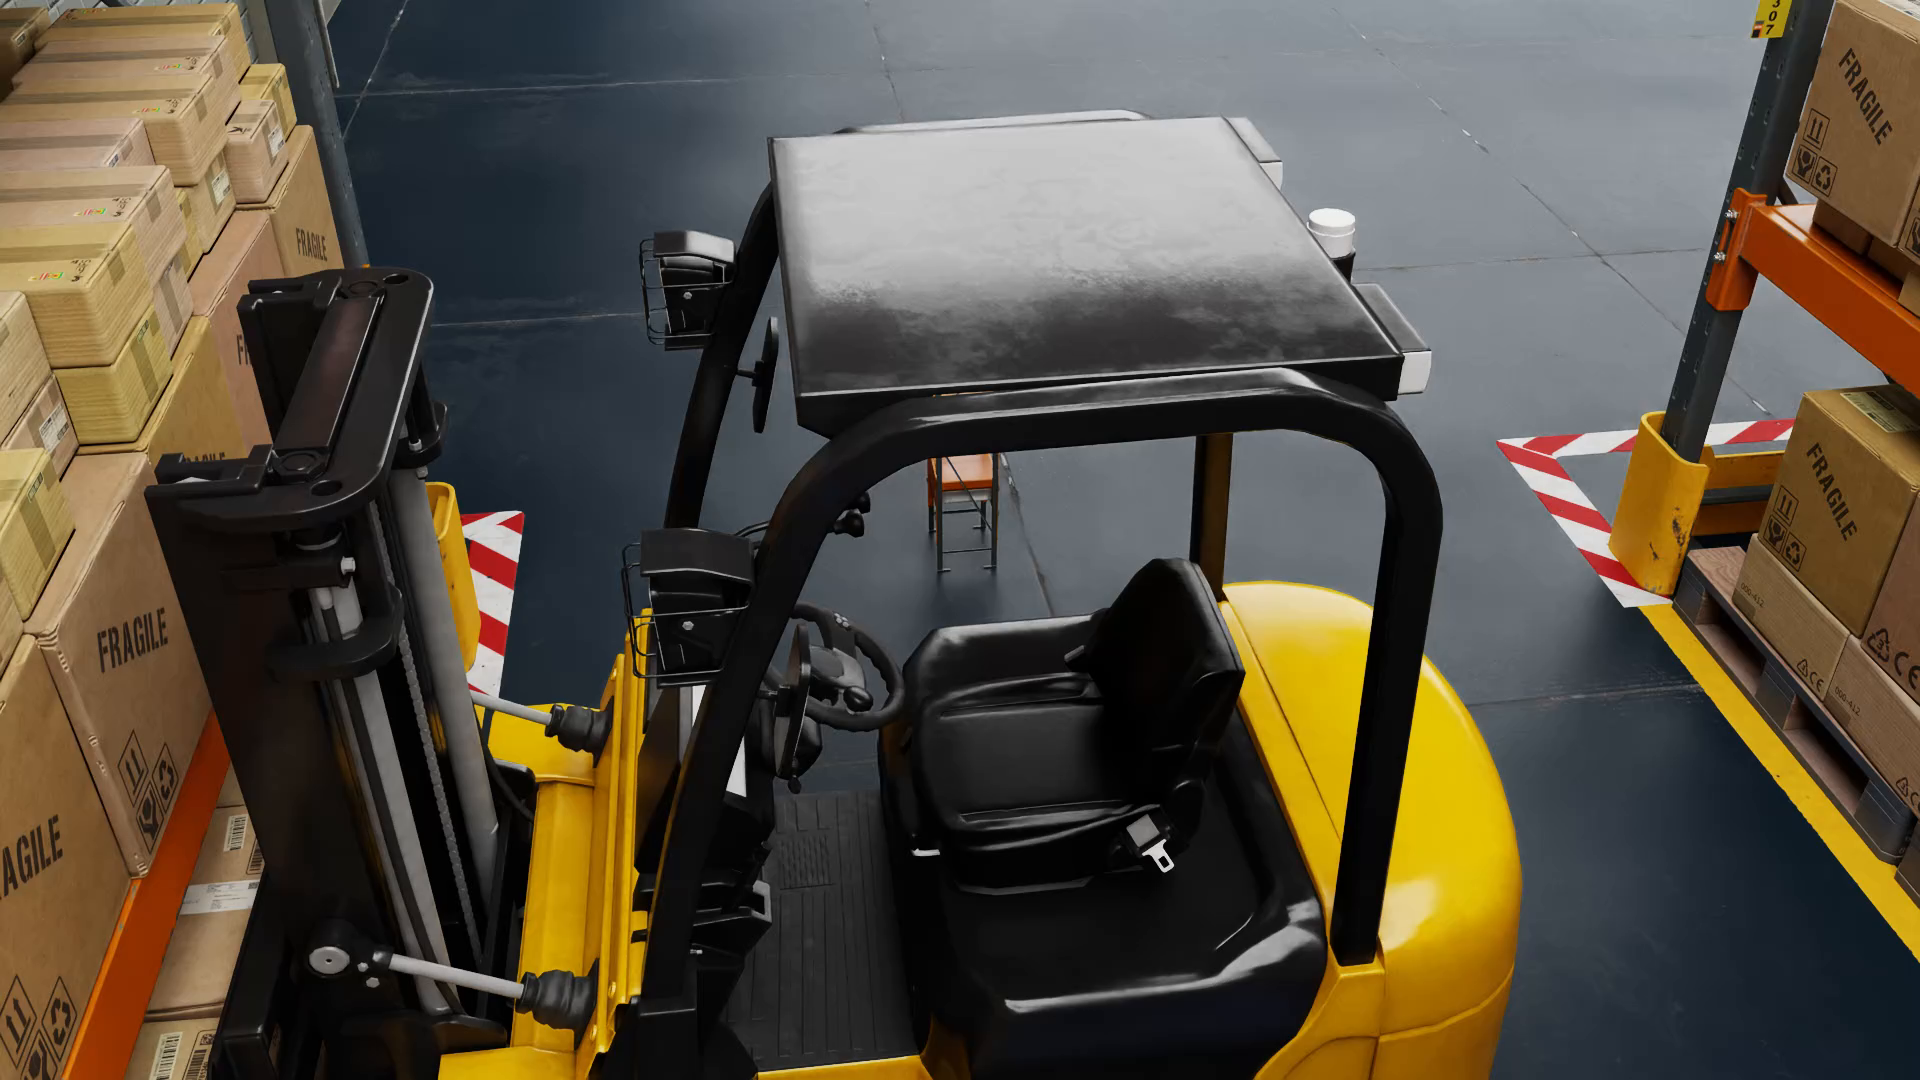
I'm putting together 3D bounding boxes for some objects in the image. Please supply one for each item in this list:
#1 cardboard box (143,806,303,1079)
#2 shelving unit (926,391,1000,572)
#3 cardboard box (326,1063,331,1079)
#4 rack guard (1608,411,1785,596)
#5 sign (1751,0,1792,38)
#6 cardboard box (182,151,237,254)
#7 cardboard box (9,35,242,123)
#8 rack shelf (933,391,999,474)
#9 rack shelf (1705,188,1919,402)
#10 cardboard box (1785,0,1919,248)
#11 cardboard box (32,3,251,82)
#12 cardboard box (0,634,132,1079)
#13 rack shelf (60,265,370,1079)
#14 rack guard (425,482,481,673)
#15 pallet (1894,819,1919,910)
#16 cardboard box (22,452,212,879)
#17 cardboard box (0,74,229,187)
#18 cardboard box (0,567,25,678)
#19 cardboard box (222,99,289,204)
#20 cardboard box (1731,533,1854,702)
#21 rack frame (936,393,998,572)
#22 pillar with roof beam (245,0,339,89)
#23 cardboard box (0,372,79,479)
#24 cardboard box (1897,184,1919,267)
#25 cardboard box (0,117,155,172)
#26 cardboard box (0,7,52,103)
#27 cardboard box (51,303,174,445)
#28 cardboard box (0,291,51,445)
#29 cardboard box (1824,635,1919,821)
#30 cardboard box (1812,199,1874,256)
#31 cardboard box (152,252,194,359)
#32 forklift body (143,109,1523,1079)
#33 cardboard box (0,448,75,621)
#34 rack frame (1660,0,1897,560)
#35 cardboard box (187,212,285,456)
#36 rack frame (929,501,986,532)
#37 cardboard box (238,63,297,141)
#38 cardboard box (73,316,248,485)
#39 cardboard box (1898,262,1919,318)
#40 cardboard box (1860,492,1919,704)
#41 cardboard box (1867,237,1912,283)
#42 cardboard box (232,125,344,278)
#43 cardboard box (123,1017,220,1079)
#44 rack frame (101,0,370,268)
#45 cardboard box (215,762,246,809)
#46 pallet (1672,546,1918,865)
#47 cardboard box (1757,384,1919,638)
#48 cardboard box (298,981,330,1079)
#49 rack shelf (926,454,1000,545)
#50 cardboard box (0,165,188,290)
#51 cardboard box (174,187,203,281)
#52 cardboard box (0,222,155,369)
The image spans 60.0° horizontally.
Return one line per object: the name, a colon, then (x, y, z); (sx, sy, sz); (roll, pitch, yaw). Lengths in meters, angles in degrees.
cardboard box: (-1.522, 0.776, 3.129); (0.500, 0.250, 0.500); (-5, 35, -7)
shelving unit: (0.007, -0.404, 5.411); (0.215, 1.050, 0.252); (-4, 35, -6)
cardboard box: (-1.522, 1.191, 3.407); (0.500, 0.250, 0.500); (-3, 34, -5)
rack guard: (2.822, -0.159, 5.539); (1.175, 0.500, 0.348); (-4, 35, -6)
sign: (2.274, -1.551, 4.593); (0.100, 0.325, 0.005); (-4, 35, -6)
cardboard box: (-1.744, -0.703, 3.454); (0.380, 0.149, 0.250); (-4, 34, -5)
cardboard box: (-1.785, -0.969, 3.579); (0.380, 0.149, 0.250); (-4, 35, -6)
rack shelf: (0.007, -0.395, 5.416); (0.215, 0.259, 0.240); (-4, 35, -6)
rack shelf: (3.081, 0.179, 3.462); (1.077, 0.370, 4.000); (-4, 35, -6)
cardboard box: (2.601, -1.113, 4.366); (0.500, 0.500, 0.500); (-5, 35, -7)
cardboard box: (-1.849, -1.104, 3.778); (0.380, 0.149, 0.250); (-4, 35, -6)
cardboard box: (-1.525, 0.496, 2.270); (0.500, 0.500, 0.500); (-5, 35, -7)
rack shelf: (-1.837, 0.557, 2.907); (1.077, 0.370, 4.000); (-4, 35, -6)
rack guard: (-2.109, 0.164, 5.066); (1.175, 0.500, 0.348); (-4, 35, -6)
pallet: (3.057, 1.096, 3.954); (1.003, 0.211, 1.213); (-4, 35, -6)
cardboard box: (-1.571, 0.213, 2.685); (0.500, 0.500, 0.500); (-4, 34, -6)
cardboard box: (-1.723, -0.825, 3.368); (0.380, 0.149, 0.250); (-4, 34, -5)
cardboard box: (-1.494, 0.153, 2.198); (0.380, 0.149, 0.250); (-5, 35, -8)
cardboard box: (-1.718, -0.853, 3.673); (0.380, 0.149, 0.250); (-4, 34, -6)
cardboard box: (2.646, 0.200, 4.862); (0.500, 0.250, 0.500); (-5, 35, -7)
rack frame: (0.024, -0.336, 5.311); (0.200, 1.050, 0.008); (-4, 35, -6)
pillar with roof beam: (0.553, -6.552, 7.374); (9.100, 9.000, 0.400); (-4, 35, -6)
cardboard box: (-1.641, -0.133, 2.617); (0.380, 0.149, 0.250); (-5, 35, -7)
cardboard box: (2.674, -0.824, 3.943); (0.500, 0.500, 0.500); (-3, 34, -5)
cardboard box: (-1.763, -0.681, 3.156); (0.380, 0.149, 0.250); (-4, 34, -6)
cardboard box: (-2.273, -1.085, 3.749); (0.380, 0.149, 0.250); (-5, 35, -7)
cardboard box: (-1.585, -0.279, 2.831); (0.380, 0.149, 0.250); (-4, 34, -6)
cardboard box: (-1.637, -0.249, 2.523); (0.380, 0.149, 0.250); (-4, 34, -6)
cardboard box: (2.708, 0.485, 4.443); (0.500, 0.250, 0.500); (-3, 34, -5)
cardboard box: (2.653, -0.925, 4.667); (0.380, 0.149, 0.250); (-4, 35, -6)
cardboard box: (-1.639, -0.419, 3.036); (0.380, 0.149, 0.250); (-5, 35, -8)
forklift body: (-0.043, 0.415, 3.231); (2.313, 2.155, 1.214); (-4, 35, -6)
cardboard box: (-1.539, 0.005, 2.415); (0.380, 0.149, 0.250); (-5, 35, -7)
rack frame: (2.812, -1.234, 4.897); (1.000, 3.000, 0.127); (-4, 35, -6)
cardboard box: (-1.719, -0.352, 3.515); (0.500, 0.500, 0.500); (-3, 34, -5)
rack frame: (-0.009, -0.472, 5.510); (0.200, 1.050, 0.008); (-4, 35, -6)
cardboard box: (-1.782, -0.993, 3.879); (0.380, 0.149, 0.250); (-4, 34, -6)
cardboard box: (-1.650, -0.066, 3.095); (0.500, 0.500, 0.500); (-5, 35, -7)
cardboard box: (2.656, -0.631, 4.235); (0.380, 0.149, 0.250); (-5, 35, -8)
cardboard box: (2.725, 0.195, 4.204); (0.500, 0.500, 0.500); (-6, 35, -8)
cardboard box: (2.701, -0.785, 4.461); (0.380, 0.149, 0.250); (-4, 34, -6)
cardboard box: (-1.780, -0.643, 3.940); (0.500, 0.500, 0.500); (-5, 35, -7)
cardboard box: (-1.459, 1.069, 2.698); (0.500, 0.250, 0.500); (-3, 34, -5)
rack frame: (-2.106, -0.856, 4.342); (1.000, 3.000, 0.127); (-4, 35, -6)
cardboard box: (-1.583, 0.492, 3.545); (0.500, 0.250, 0.500); (-4, 34, -6)
pallet: (2.896, 0.417, 4.951); (1.003, 0.211, 1.213); (-4, 35, -6)
cardboard box: (2.650, -0.097, 4.631); (0.500, 0.500, 0.500); (-5, 35, -8)
cardboard box: (-1.520, 0.995, 3.251); (0.500, 0.250, 0.500); (-4, 35, -7)
rack shelf: (0.007, -0.166, 5.573); (0.215, 0.259, 0.240); (-4, 35, -6)
cardboard box: (-1.618, -0.544, 2.955); (0.380, 0.149, 0.250); (-4, 34, -5)
cardboard box: (-1.722, -0.564, 3.249); (0.380, 0.149, 0.250); (-5, 35, -7)
cardboard box: (-1.578, -0.400, 2.744); (0.380, 0.149, 0.250); (-4, 34, -5)
